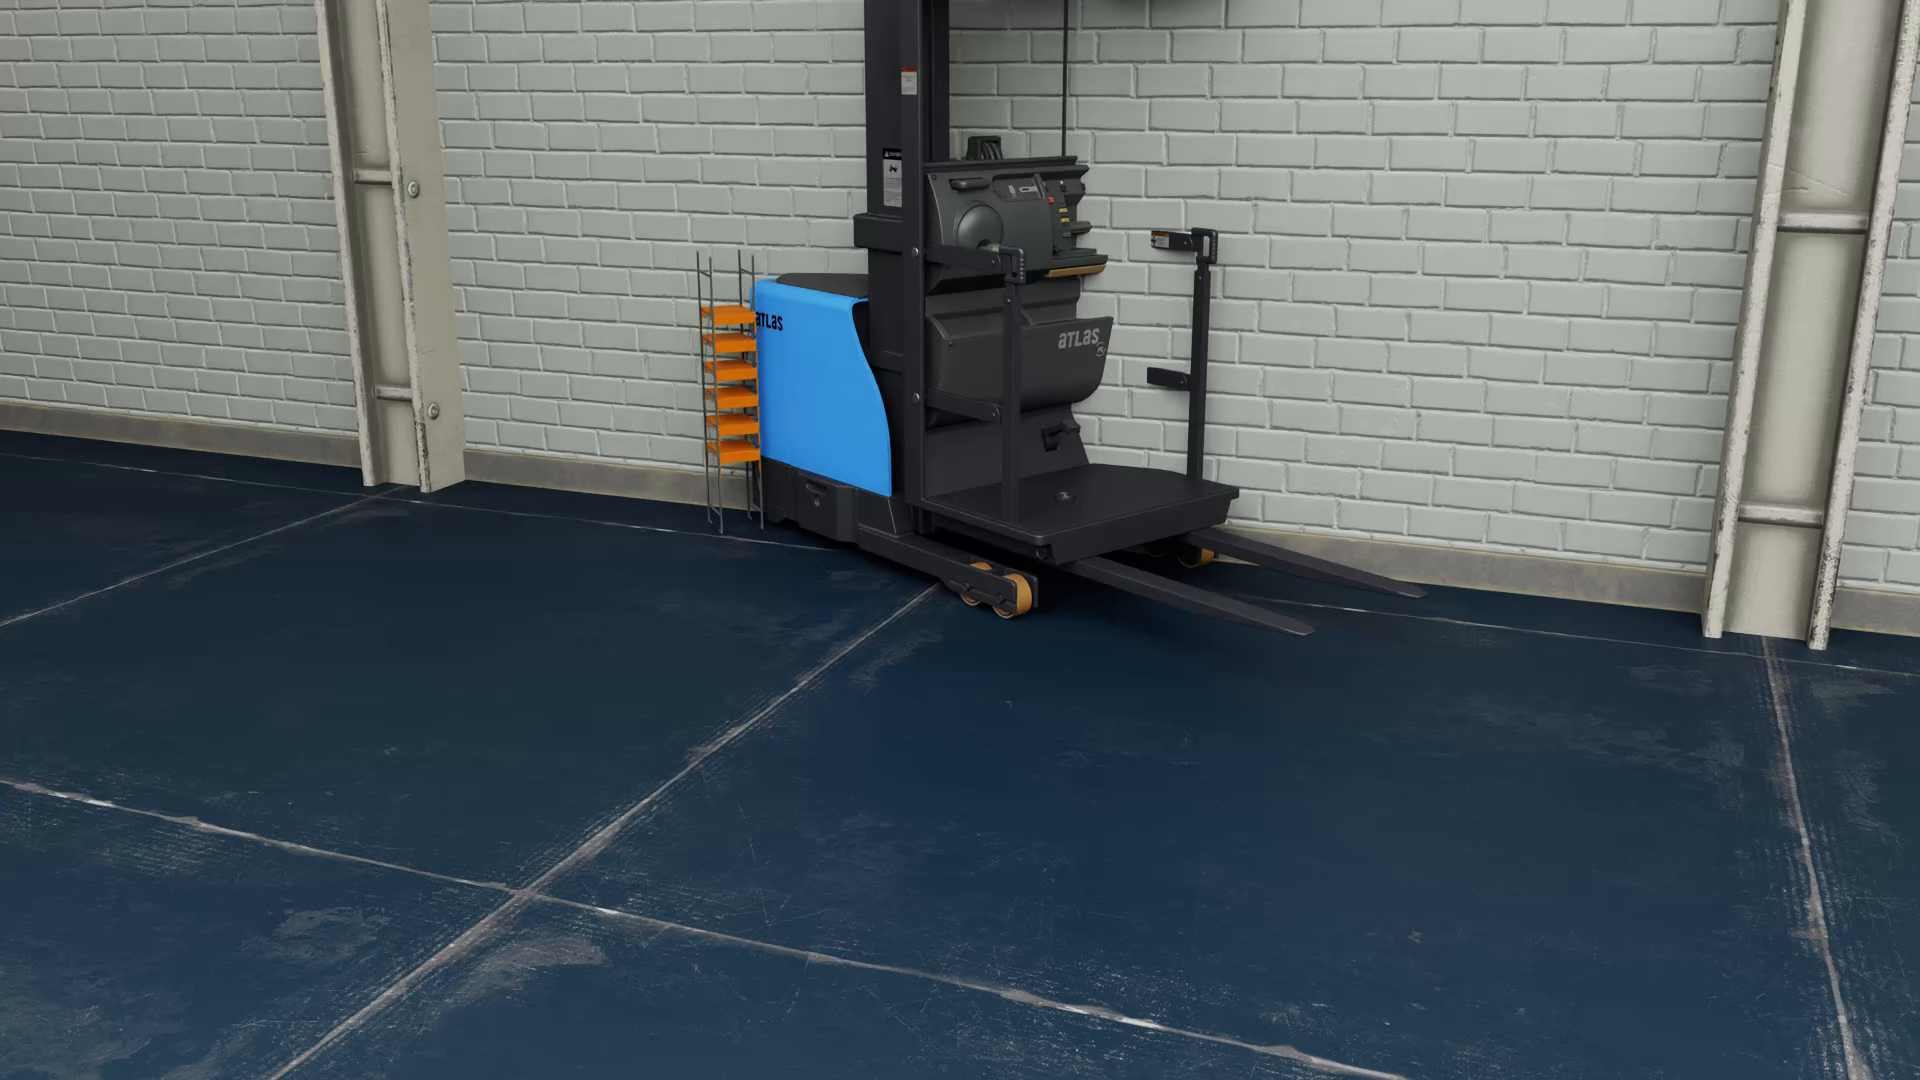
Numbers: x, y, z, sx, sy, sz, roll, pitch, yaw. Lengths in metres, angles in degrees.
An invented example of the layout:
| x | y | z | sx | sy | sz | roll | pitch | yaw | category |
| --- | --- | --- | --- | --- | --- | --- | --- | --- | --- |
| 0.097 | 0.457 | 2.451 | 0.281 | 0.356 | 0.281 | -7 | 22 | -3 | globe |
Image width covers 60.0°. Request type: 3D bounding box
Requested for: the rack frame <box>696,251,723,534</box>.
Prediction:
| x | y | z | sx | sy | sz | roll | pitch | yaw | category |
| --- | --- | --- | --- | --- | --- | --- | --- | --- | --- |
| -1.084 | -0.633 | 7.201 | 0.006 | 1.200 | 0.240 | -7 | 17 | -21 | rack frame |

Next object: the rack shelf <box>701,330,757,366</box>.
| x | y | z | sx | sy | sz | roll | pitch | yaw | category |
| --- | --- | --- | --- | --- | --- | --- | --- | --- | --- |
| -1.000 | -0.830 | 7.180 | 0.180 | 0.103 | 0.258 | -7 | 17 | -21 | rack shelf |

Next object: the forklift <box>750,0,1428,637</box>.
| x | y | z | sx | sy | sz | roll | pitch | yaw | category |
| --- | --- | --- | --- | --- | --- | --- | --- | --- | --- |
| 0.396 | -1.274 | 6.304 | 1.130 | 2.935 | 3.031 | -13 | 21 | -38 | forklift |

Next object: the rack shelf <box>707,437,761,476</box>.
| x | y | z | sx | sy | sz | roll | pitch | yaw | category |
| --- | --- | --- | --- | --- | --- | --- | --- | --- | --- |
| -1.000 | -0.369 | 7.314 | 0.180 | 0.103 | 0.258 | -7 | 17 | -21 | rack shelf |

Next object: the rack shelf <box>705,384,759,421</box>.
| x | y | z | sx | sy | sz | roll | pitch | yaw | category |
| --- | --- | --- | --- | --- | --- | --- | --- | --- | --- |
| -1.000 | -0.600 | 7.247 | 0.180 | 0.103 | 0.258 | -7 | 17 | -21 | rack shelf |

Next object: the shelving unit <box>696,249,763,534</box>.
| x | y | z | sx | sy | sz | roll | pitch | yaw | category |
| --- | --- | --- | --- | --- | --- | --- | --- | --- | --- |
| -1.000 | -0.643 | 7.235 | 0.189 | 1.200 | 0.258 | -7 | 17 | -21 | shelving unit |

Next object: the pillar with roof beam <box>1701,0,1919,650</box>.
| x | y | z | sx | sy | sz | roll | pitch | yaw | category |
| --- | --- | --- | --- | --- | --- | --- | --- | --- | --- |
| 1.335 | -2.878 | 0.947 | 0.400 | 9.000 | 9.100 | 6 | 17 | 21 | pillar with roof beam |

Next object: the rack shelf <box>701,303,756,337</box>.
| x | y | z | sx | sy | sz | roll | pitch | yaw | category |
| --- | --- | --- | --- | --- | --- | --- | --- | --- | --- |
| -1.000 | -0.946 | 7.147 | 0.180 | 0.103 | 0.258 | -7 | 17 | -21 | rack shelf |

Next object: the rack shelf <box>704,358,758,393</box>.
| x | y | z | sx | sy | sz | roll | pitch | yaw | category |
| --- | --- | --- | --- | --- | --- | --- | --- | --- | --- |
| -1.000 | -0.715 | 7.214 | 0.180 | 0.103 | 0.258 | -7 | 17 | -21 | rack shelf |

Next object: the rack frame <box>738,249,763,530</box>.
| x | y | z | sx | sy | sz | roll | pitch | yaw | category |
| --- | --- | --- | --- | --- | --- | --- | --- | --- | --- |
| -0.915 | -0.652 | 7.268 | 0.006 | 1.200 | 0.240 | -7 | 17 | -21 | rack frame |

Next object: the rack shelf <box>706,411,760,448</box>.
| x | y | z | sx | sy | sz | roll | pitch | yaw | category |
| --- | --- | --- | --- | --- | --- | --- | --- | --- | --- |
| -1.000 | -0.485 | 7.281 | 0.180 | 0.103 | 0.258 | -7 | 17 | -21 | rack shelf |

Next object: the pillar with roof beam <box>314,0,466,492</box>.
| x | y | z | sx | sy | sz | roll | pitch | yaw | category |
| --- | --- | --- | --- | --- | --- | --- | --- | --- | --- |
| -4.246 | -3.492 | 3.061 | 0.400 | 9.000 | 9.100 | 6 | 17 | 21 | pillar with roof beam |
